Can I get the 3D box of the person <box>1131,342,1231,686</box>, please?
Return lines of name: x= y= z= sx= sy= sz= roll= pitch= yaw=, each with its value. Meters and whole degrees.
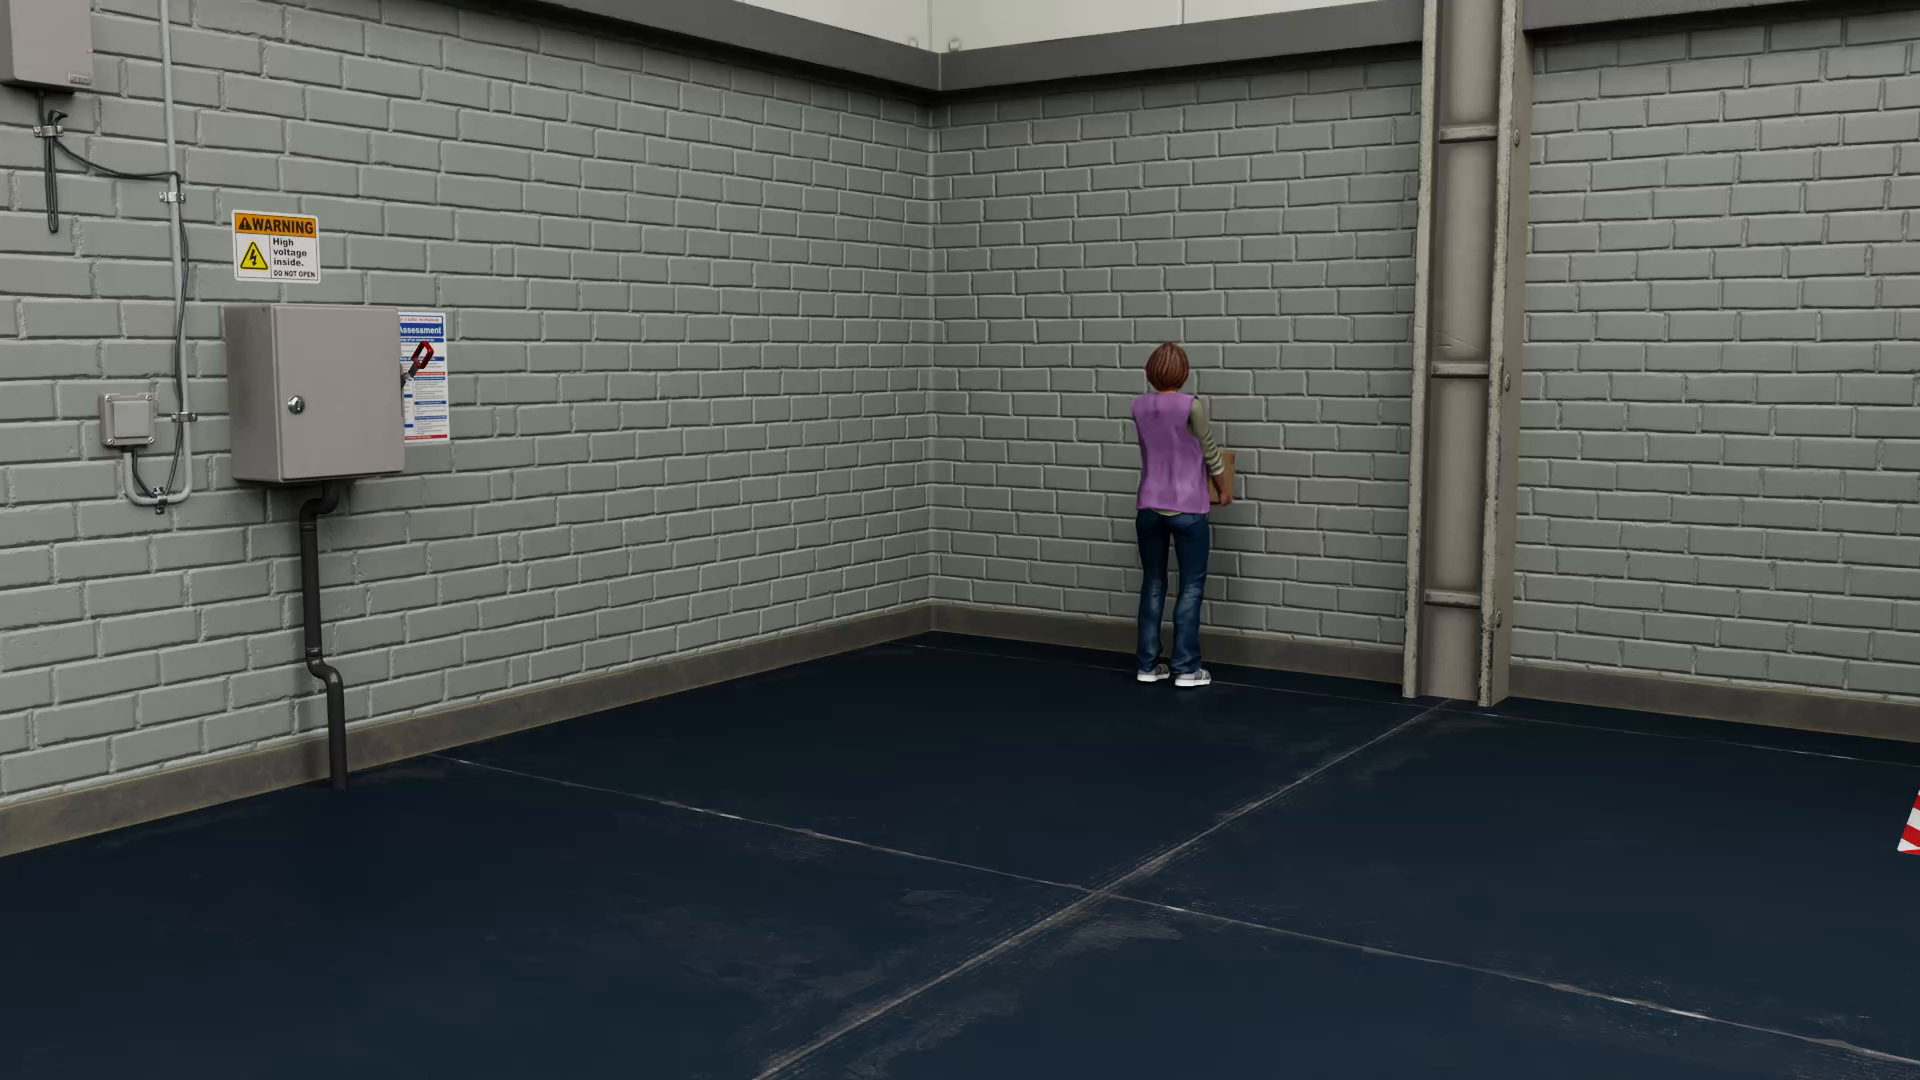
person: x=1.035 y=-0.123 z=7.790 sx=0.404 sy=1.596 sz=0.490 roll=4 pitch=8 yaw=34
